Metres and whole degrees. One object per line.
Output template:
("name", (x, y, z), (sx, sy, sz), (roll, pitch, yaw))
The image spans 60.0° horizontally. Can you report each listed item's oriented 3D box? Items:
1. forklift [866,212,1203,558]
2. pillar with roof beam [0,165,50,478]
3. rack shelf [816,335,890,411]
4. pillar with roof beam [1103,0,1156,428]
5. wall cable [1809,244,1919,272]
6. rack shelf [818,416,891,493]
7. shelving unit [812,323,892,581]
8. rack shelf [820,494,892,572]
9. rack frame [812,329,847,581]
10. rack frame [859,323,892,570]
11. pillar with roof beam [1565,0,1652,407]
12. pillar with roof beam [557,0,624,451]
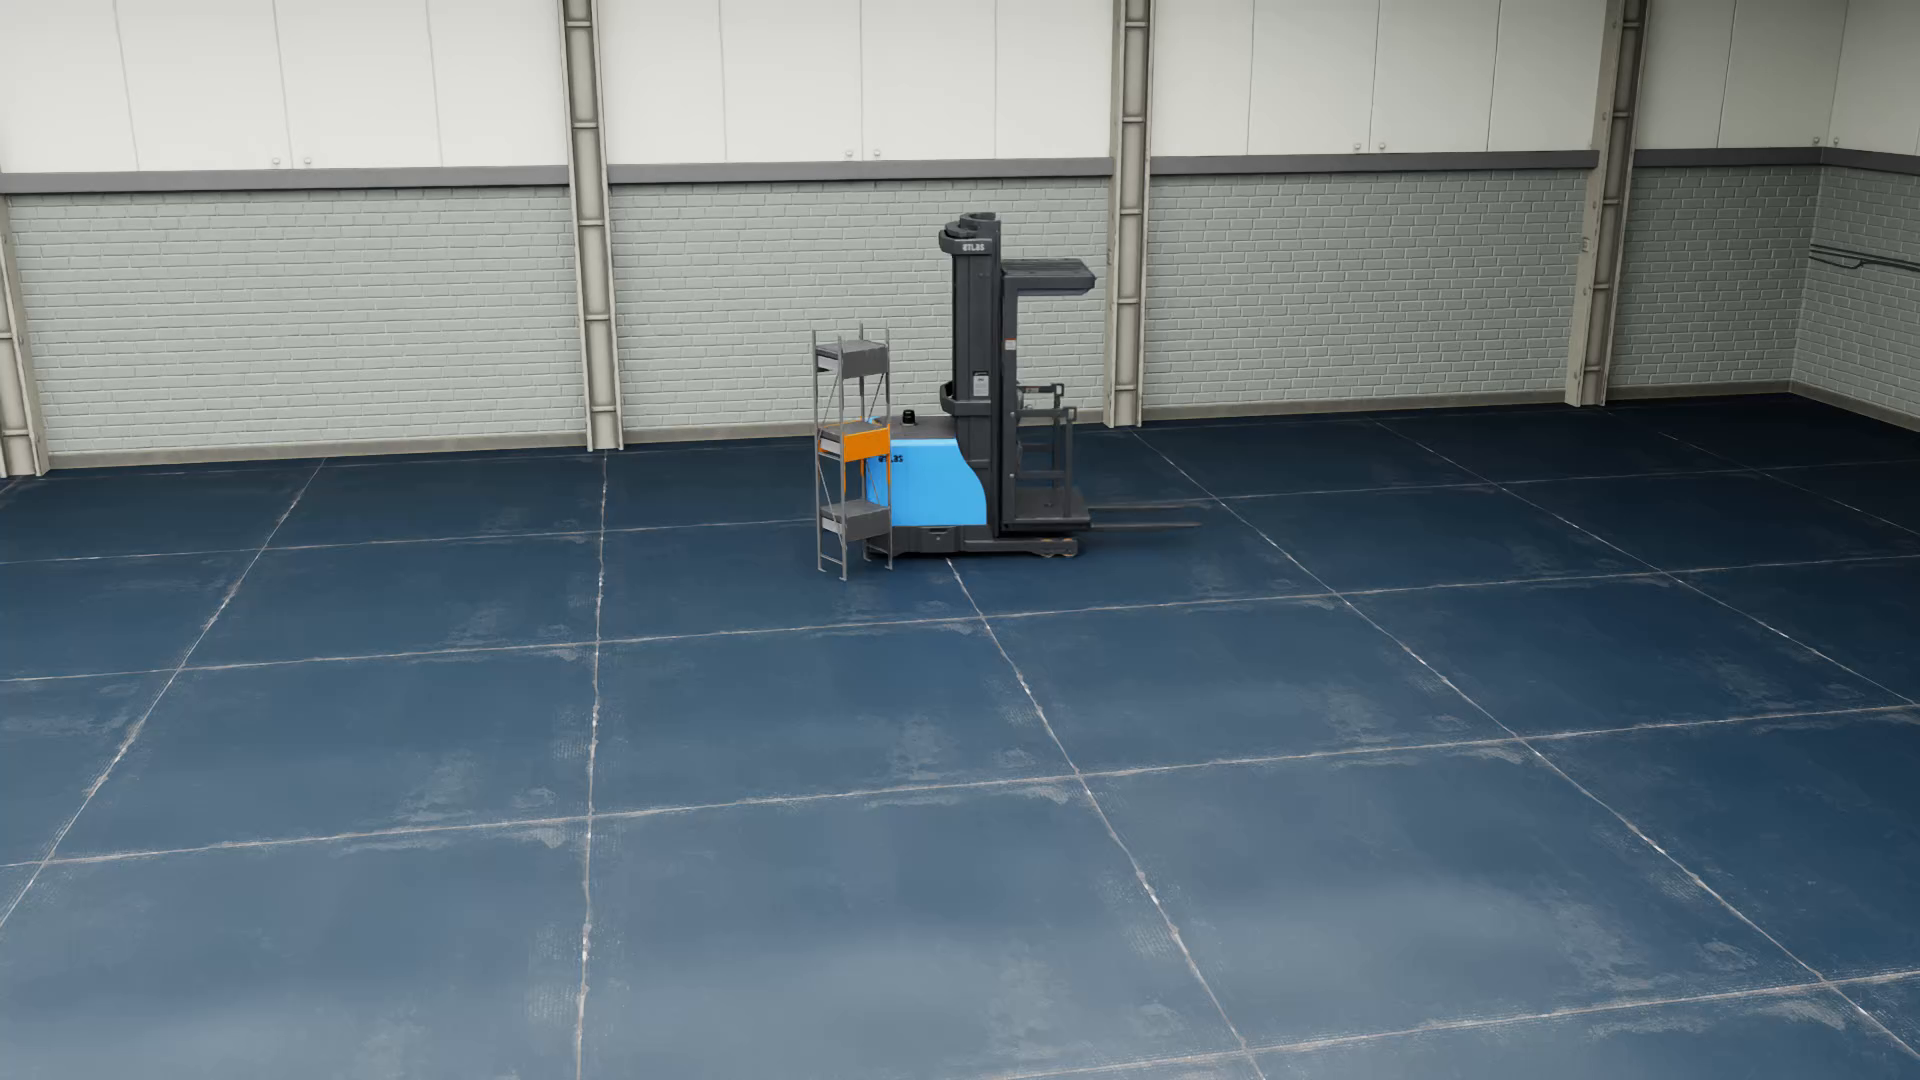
("forklift", (0.658, -1.397, 14.808), (3.031, 2.935, 1.130), (-1, 17, -3))
("pillar with roof beam", (-9.043, -3.768, 12.191), (0.400, 9.000, 9.100), (-3, 17, -10))
("rack shelf", (-0.908, -1.402, 13.899), (0.480, 0.518, 0.431), (-14, 22, -38))
("pillar with roof beam", (2.739, -4.436, 14.367), (0.400, 9.000, 9.100), (-3, 17, -10))
("wall cable", (10.956, -4.310, 19.244), (0.112, 2.526, 3.097), (-3, 17, -10))
("rack shelf", (-0.908, -0.732, 14.105), (0.480, 0.518, 0.431), (-14, 22, -38))
("shelving unit", (-0.908, -0.745, 14.101), (0.503, 2.100, 0.431), (-14, 22, -38))
("rack shelf", (-0.908, -0.063, 14.310), (0.480, 0.518, 0.431), (-14, 22, -38))
("rack frame", (-1.096, -0.700, 13.952), (0.015, 2.100, 0.400), (-14, 22, -38))
("rack frame", (-0.720, -0.791, 14.250), (0.015, 2.100, 0.400), (-14, 22, -38))
("pillar with roof beam", (8.630, -4.770, 15.455), (0.400, 9.000, 9.100), (-3, 17, -10))
("pillar with roof beam", (-3.152, -4.102, 13.279), (0.400, 9.000, 9.100), (-3, 17, -10))
